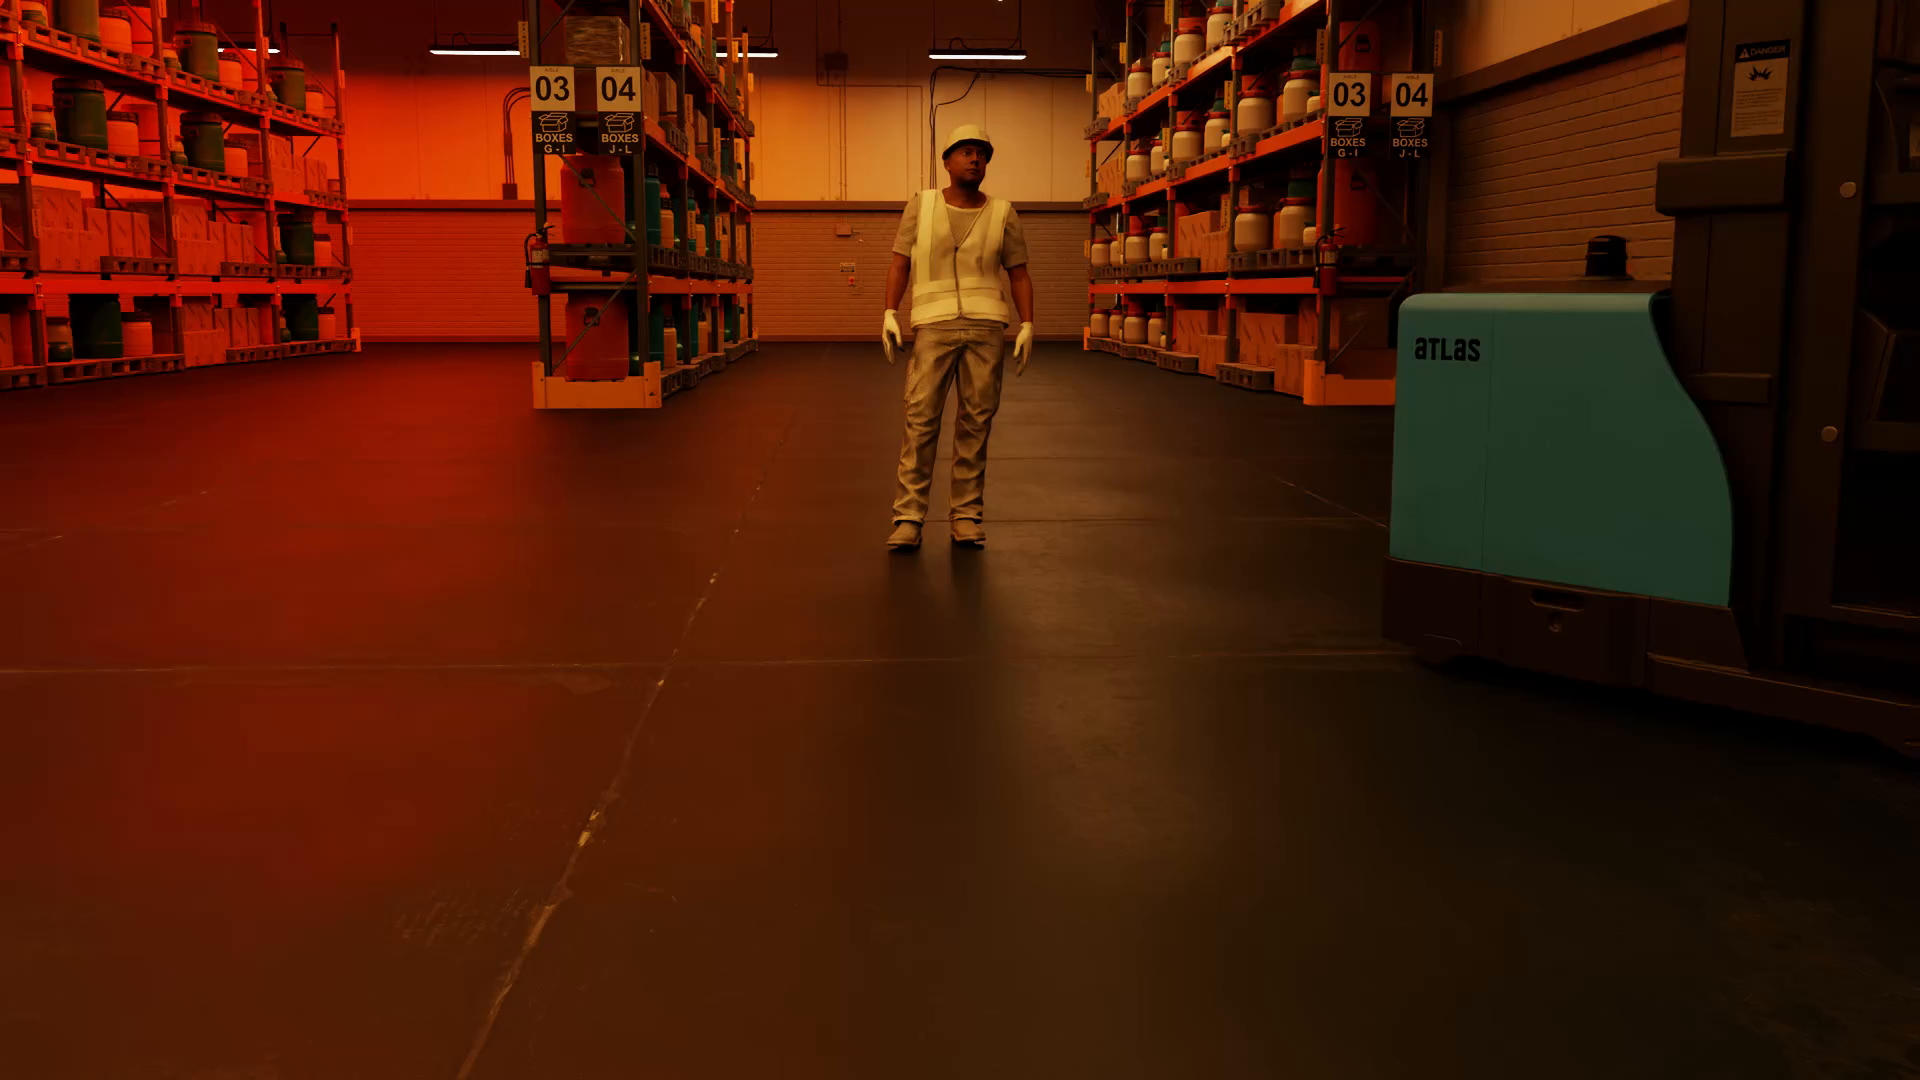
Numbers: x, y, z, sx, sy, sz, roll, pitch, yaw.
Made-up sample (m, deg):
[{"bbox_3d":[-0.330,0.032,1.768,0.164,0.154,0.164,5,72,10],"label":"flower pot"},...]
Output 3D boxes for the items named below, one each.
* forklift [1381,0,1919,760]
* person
[{"bbox_3d":[2.563,-0.972,3.875,1.130,2.935,3.031,-7,11,-39],"label":"forklift"},{"bbox_3d":[-0.004,-0.878,7.107,0.656,1.781,0.577,-1,8,-4],"label":"person"}]
